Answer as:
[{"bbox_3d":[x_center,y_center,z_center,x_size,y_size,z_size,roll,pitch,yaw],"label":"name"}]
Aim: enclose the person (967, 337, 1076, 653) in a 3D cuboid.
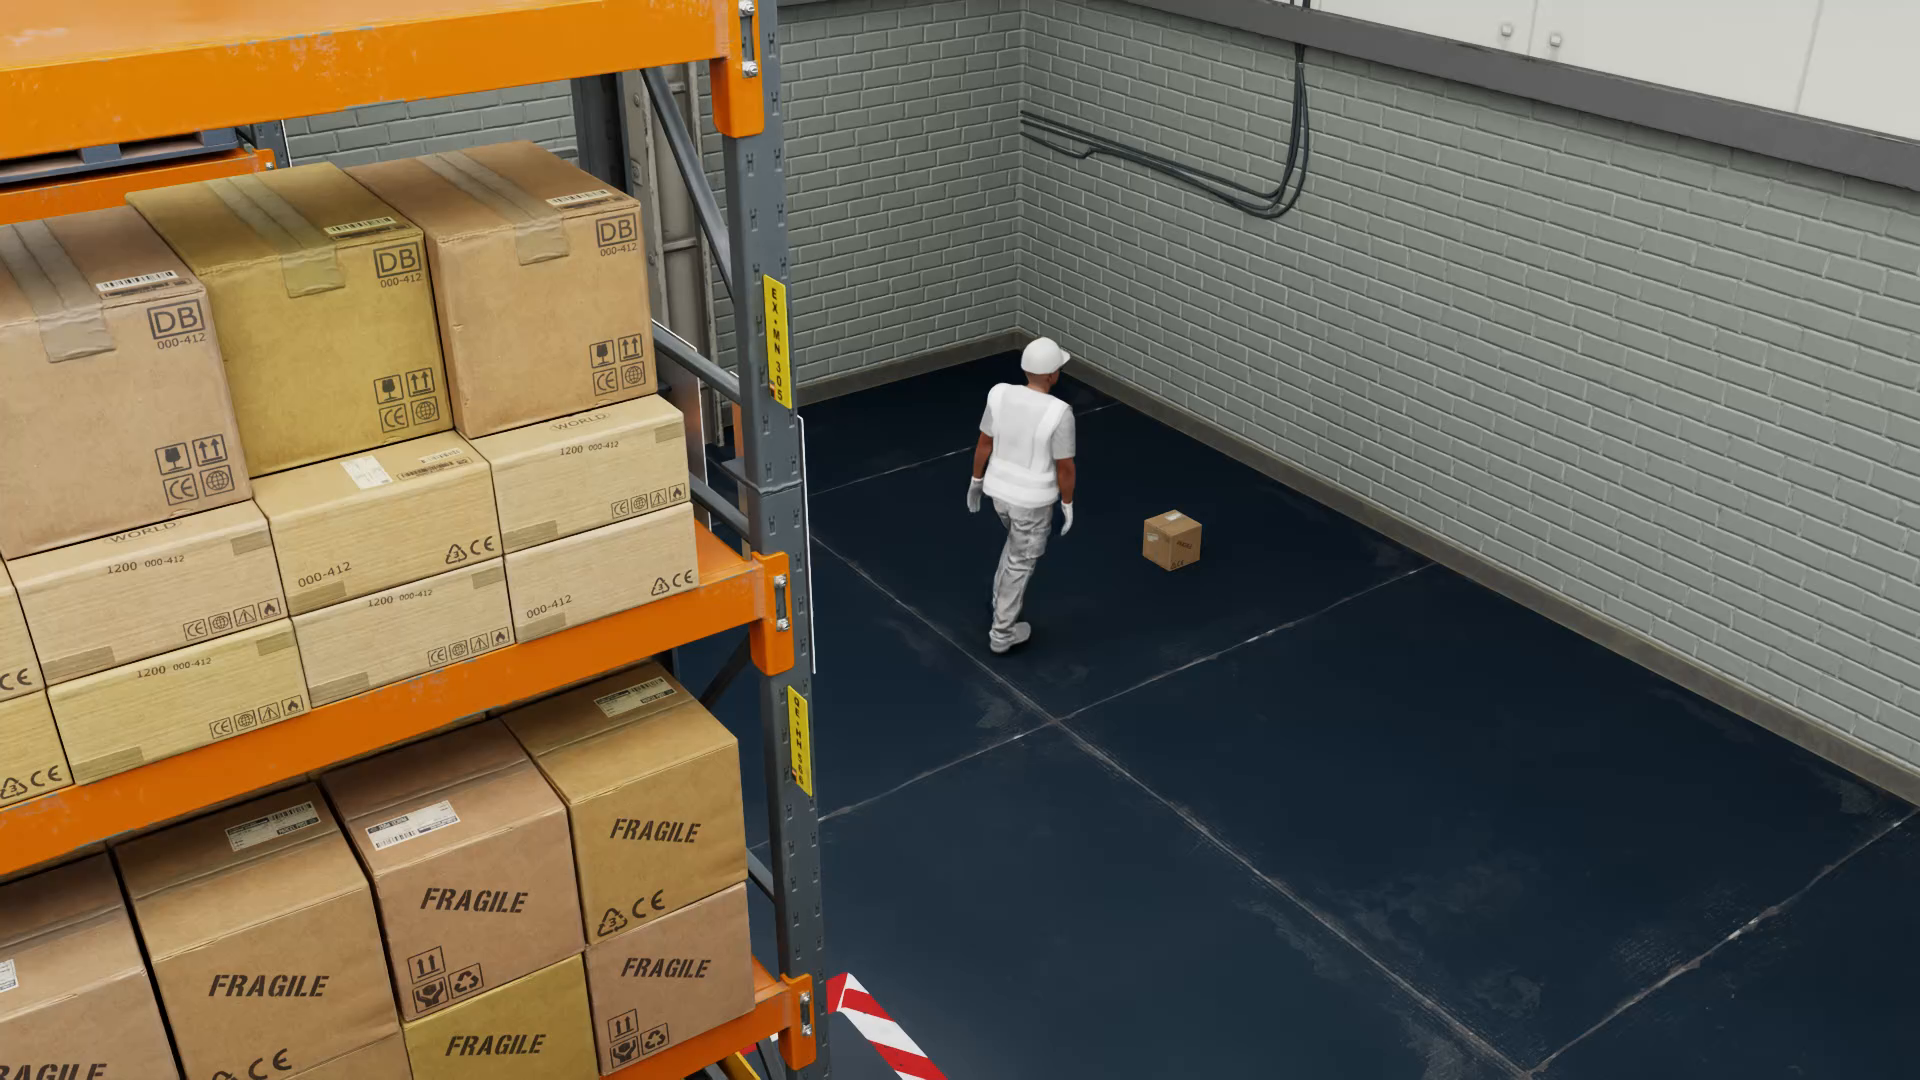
[{"bbox_3d":[0.348,-0.236,9.016,0.595,1.778,0.519,22,35,35],"label":"person"}]
